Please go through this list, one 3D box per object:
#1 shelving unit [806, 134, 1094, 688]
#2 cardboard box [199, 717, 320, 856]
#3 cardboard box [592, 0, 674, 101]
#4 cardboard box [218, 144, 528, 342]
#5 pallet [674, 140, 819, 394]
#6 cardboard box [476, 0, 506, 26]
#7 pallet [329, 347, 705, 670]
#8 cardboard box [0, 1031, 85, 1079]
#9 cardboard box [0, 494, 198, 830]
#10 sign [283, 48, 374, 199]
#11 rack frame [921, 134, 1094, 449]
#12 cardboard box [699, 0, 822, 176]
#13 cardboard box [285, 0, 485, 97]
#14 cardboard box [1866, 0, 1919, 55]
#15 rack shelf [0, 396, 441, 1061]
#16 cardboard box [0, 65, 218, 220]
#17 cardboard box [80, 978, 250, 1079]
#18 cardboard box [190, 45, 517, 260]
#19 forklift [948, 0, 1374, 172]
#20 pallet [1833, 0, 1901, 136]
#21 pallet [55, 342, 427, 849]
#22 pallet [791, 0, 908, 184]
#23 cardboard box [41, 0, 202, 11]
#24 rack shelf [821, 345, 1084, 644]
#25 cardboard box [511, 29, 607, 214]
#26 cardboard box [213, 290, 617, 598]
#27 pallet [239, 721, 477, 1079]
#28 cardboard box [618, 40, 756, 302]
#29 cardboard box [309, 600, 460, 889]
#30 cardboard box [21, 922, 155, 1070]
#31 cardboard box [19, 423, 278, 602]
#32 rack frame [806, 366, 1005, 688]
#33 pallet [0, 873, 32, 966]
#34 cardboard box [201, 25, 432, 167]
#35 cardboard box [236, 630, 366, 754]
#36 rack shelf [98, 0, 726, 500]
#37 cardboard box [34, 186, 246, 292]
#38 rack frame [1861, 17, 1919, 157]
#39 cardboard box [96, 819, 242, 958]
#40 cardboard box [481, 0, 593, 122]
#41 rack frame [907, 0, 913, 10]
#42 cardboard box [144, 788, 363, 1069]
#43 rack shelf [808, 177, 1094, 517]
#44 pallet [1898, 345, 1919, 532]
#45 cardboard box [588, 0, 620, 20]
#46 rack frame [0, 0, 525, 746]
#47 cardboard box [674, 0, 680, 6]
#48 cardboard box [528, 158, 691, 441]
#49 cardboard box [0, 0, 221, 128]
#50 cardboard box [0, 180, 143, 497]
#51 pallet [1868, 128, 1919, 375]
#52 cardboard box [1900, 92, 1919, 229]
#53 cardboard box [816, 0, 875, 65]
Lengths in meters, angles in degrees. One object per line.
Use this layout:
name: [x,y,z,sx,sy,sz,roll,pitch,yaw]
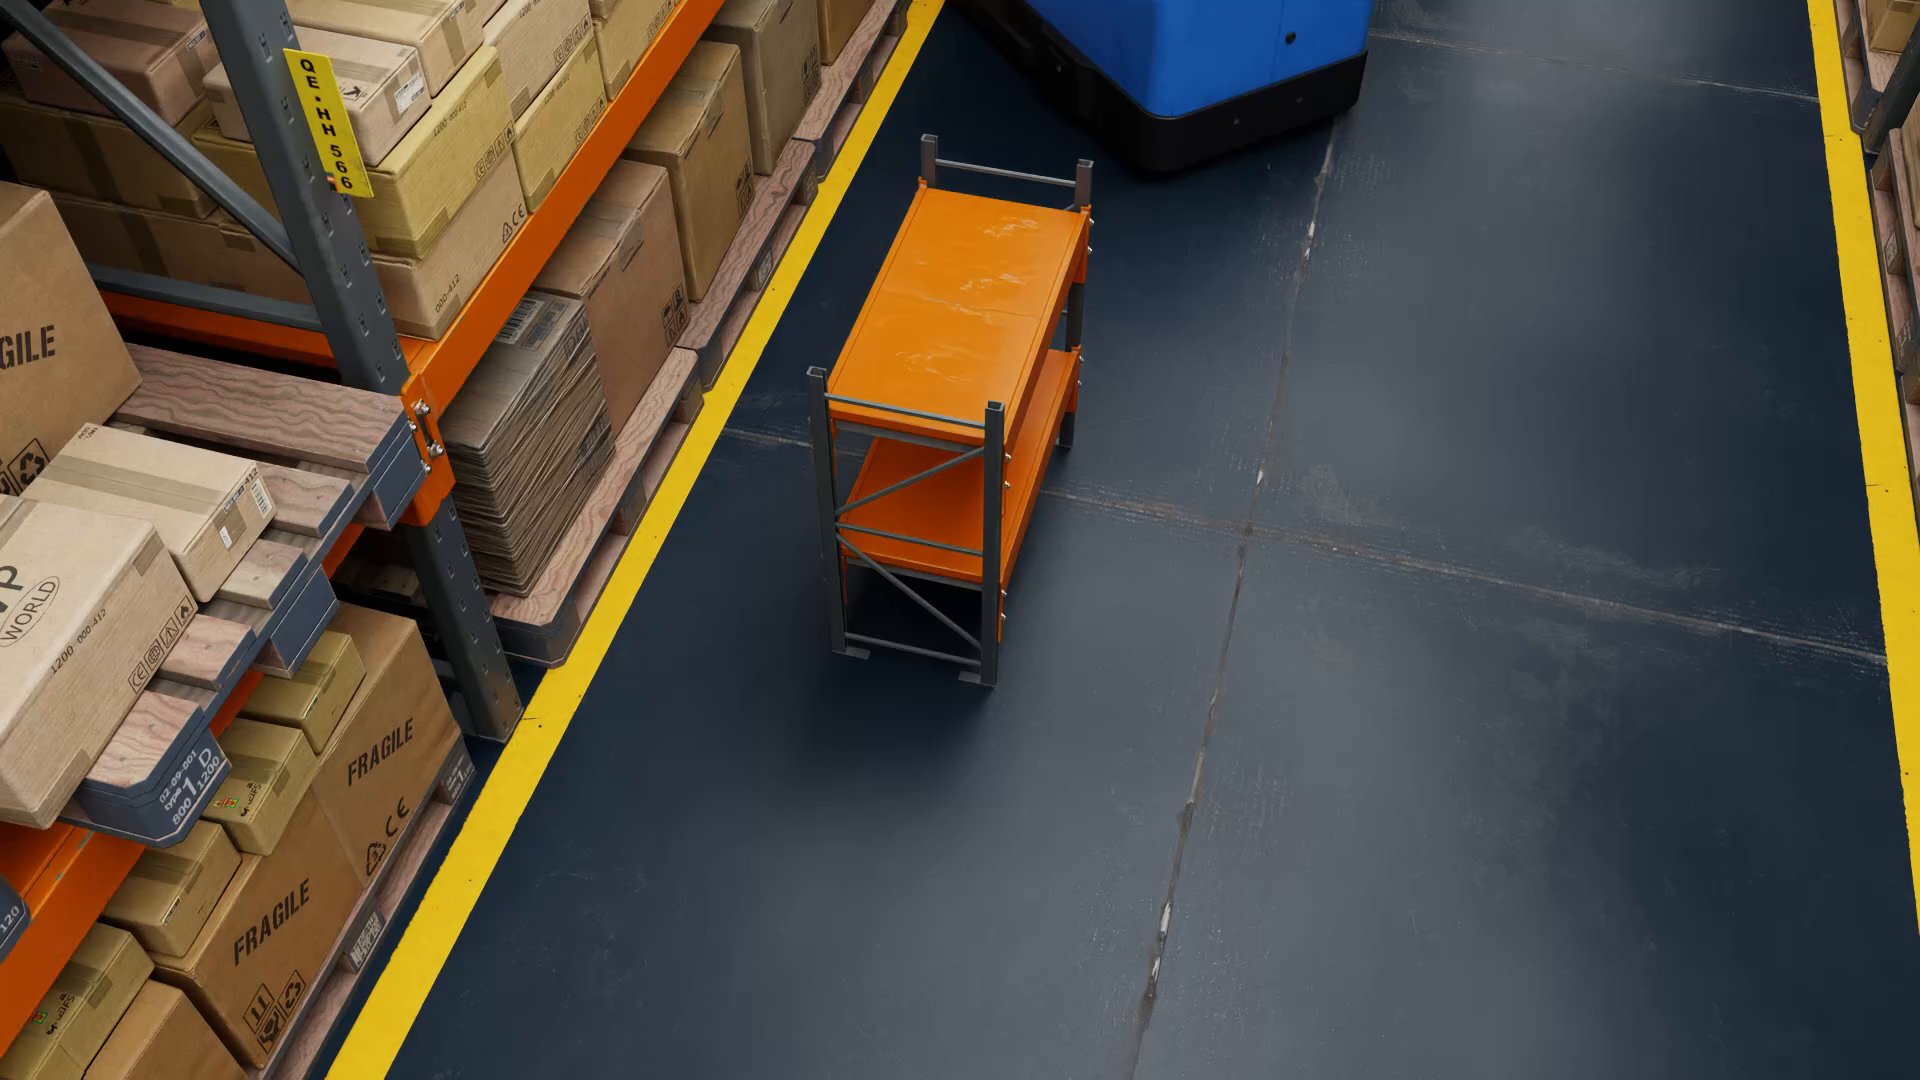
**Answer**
shelving unit: [-0.002,-0.367,4.824,0.538,1.125,1.048,12,50,10]
cardboard box: [-1.685,0.533,3.733,0.380,0.149,0.250,9,49,8]
cardboard box: [-1.139,-1.511,4.683,0.500,0.250,0.500,10,49,9]
cardboard box: [-1.405,-0.774,4.032,0.500,0.250,0.500,12,50,10]
pallet: [-1.180,-1.096,6.076,1.003,0.211,1.213,12,50,10]
cardboard box: [-1.278,-1.355,3.946,0.380,0.149,0.250,13,50,11]
pallet: [-1.503,-0.216,5.300,1.003,0.211,1.213,12,50,10]
cardboard box: [-1.975,1.078,3.253,0.380,0.149,0.250,11,49,9]
cardboard box: [-1.723,0.187,2.904,0.500,0.250,0.500,9,49,8]
sign: [-1.231,-0.808,3.243,0.100,0.325,0.005,12,50,10]
rack frame: [0.132,-0.735,5.148,0.500,1.125,0.032,12,50,10]
cardboard box: [-1.043,-1.858,6.193,0.875,0.625,0.625,11,50,10]
cardboard box: [-1.320,-1.164,3.778,0.380,0.149,0.250,13,50,11]
cardboard box: [3.981,-2.177,6.725,0.500,0.250,0.500,14,50,12]
rack shelf: [-2.284,1.134,2.728,1.077,0.370,4.000,12,50,10]
cardboard box: [-1.907,-1.046,3.939,0.500,0.250,0.500,13,50,11]
cardboard box: [-1.938,1.225,3.556,0.500,0.500,0.500,14,50,12]
cardboard box: [-1.381,-0.934,3.841,0.500,0.250,0.500,12,50,10]
forklift: [0.453,-3.492,6.377,1.130,2.935,3.031,-23,52,-19]
pallet: [4.228,-2.037,6.907,1.003,0.211,1.213,12,50,10]
pallet: [-1.868,0.017,3.363,1.213,0.211,1.003,12,50,10]
pallet: [-0.861,-1.981,6.857,1.003,0.211,1.213,12,50,10]
cardboard box: [-1.906,-1.285,3.884,0.380,0.149,0.250,13,50,11]
rack shelf: [-0.002,-0.206,5.007,0.538,0.278,1.000,12,50,10]
cardboard box: [-1.268,-1.137,4.353,0.500,0.250,0.500,11,49,9]
cardboard box: [-1.580,-0.352,4.864,0.875,0.625,0.625,13,50,11]
pallet: [-1.990,0.904,4.311,1.003,0.211,1.213,12,50,10]
cardboard box: [-1.239,-1.314,5.713,0.875,0.625,0.625,10,49,8]
cardboard box: [-1.661,0.486,4.208,0.500,0.500,0.500,13,50,11]
cardboard box: [-1.910,0.897,3.412,0.380,0.149,0.250,13,50,11]
cardboard box: [-1.560,-0.056,3.186,0.380,0.149,0.250,12,50,11]
rack frame: [-0.136,0.000,4.499,0.500,1.125,0.032,12,50,10]
pallet: [-2.265,0.920,2.565,1.003,0.211,1.213,12,50,10]
cardboard box: [-1.389,-0.971,3.607,0.380,0.149,0.250,13,50,11]
cardboard box: [-1.643,0.330,3.913,0.380,0.149,0.250,9,49,8]
rack shelf: [-1.231,-1.759,5.282,1.077,0.370,4.000,12,50,10]
cardboard box: [-1.886,-0.877,4.123,0.500,0.250,0.500,11,49,9]
rack frame: [4.085,-2.467,5.427,1.000,3.000,0.127,12,50,10]
cardboard box: [-1.797,0.715,3.573,0.380,0.149,0.250,10,49,9]
cardboard box: [-1.272,-1.301,4.164,0.500,0.250,0.500,13,50,11]
rack frame: [-0.705,-3.444,6.289,1.000,3.000,0.127,12,50,10]
cardboard box: [-1.803,0.846,3.890,0.500,0.500,0.500,11,49,9]
rack shelf: [-0.002,-0.561,4.605,0.538,0.278,1.000,12,50,10]
pallet: [3.562,-0.096,5.194,1.003,0.211,1.213,12,50,10]
cardboard box: [-1.117,-1.676,4.495,0.500,0.250,0.500,10,49,9]
rack frame: [-1.757,-0.551,3.736,1.000,3.000,0.127,12,50,10]
cardboard box: [-1.001,-1.886,5.014,0.500,0.250,0.500,13,50,11]
cardboard box: [-1.416,-0.827,5.283,0.875,0.625,0.625,13,50,11]
cardboard box: [-1.867,-1.074,3.698,0.380,0.149,0.250,13,50,11]
cardboard box: [-2.044,-0.381,3.239,0.500,0.500,0.500,14,50,12]
pallet: [3.881,-0.981,5.975,1.003,0.211,1.213,12,50,10]
cardboard box: [3.949,-1.357,5.919,0.950,0.372,0.625,12,50,11]
cardboard box: [-0.831,-2.418,6.687,0.875,0.625,0.625,14,50,12]
